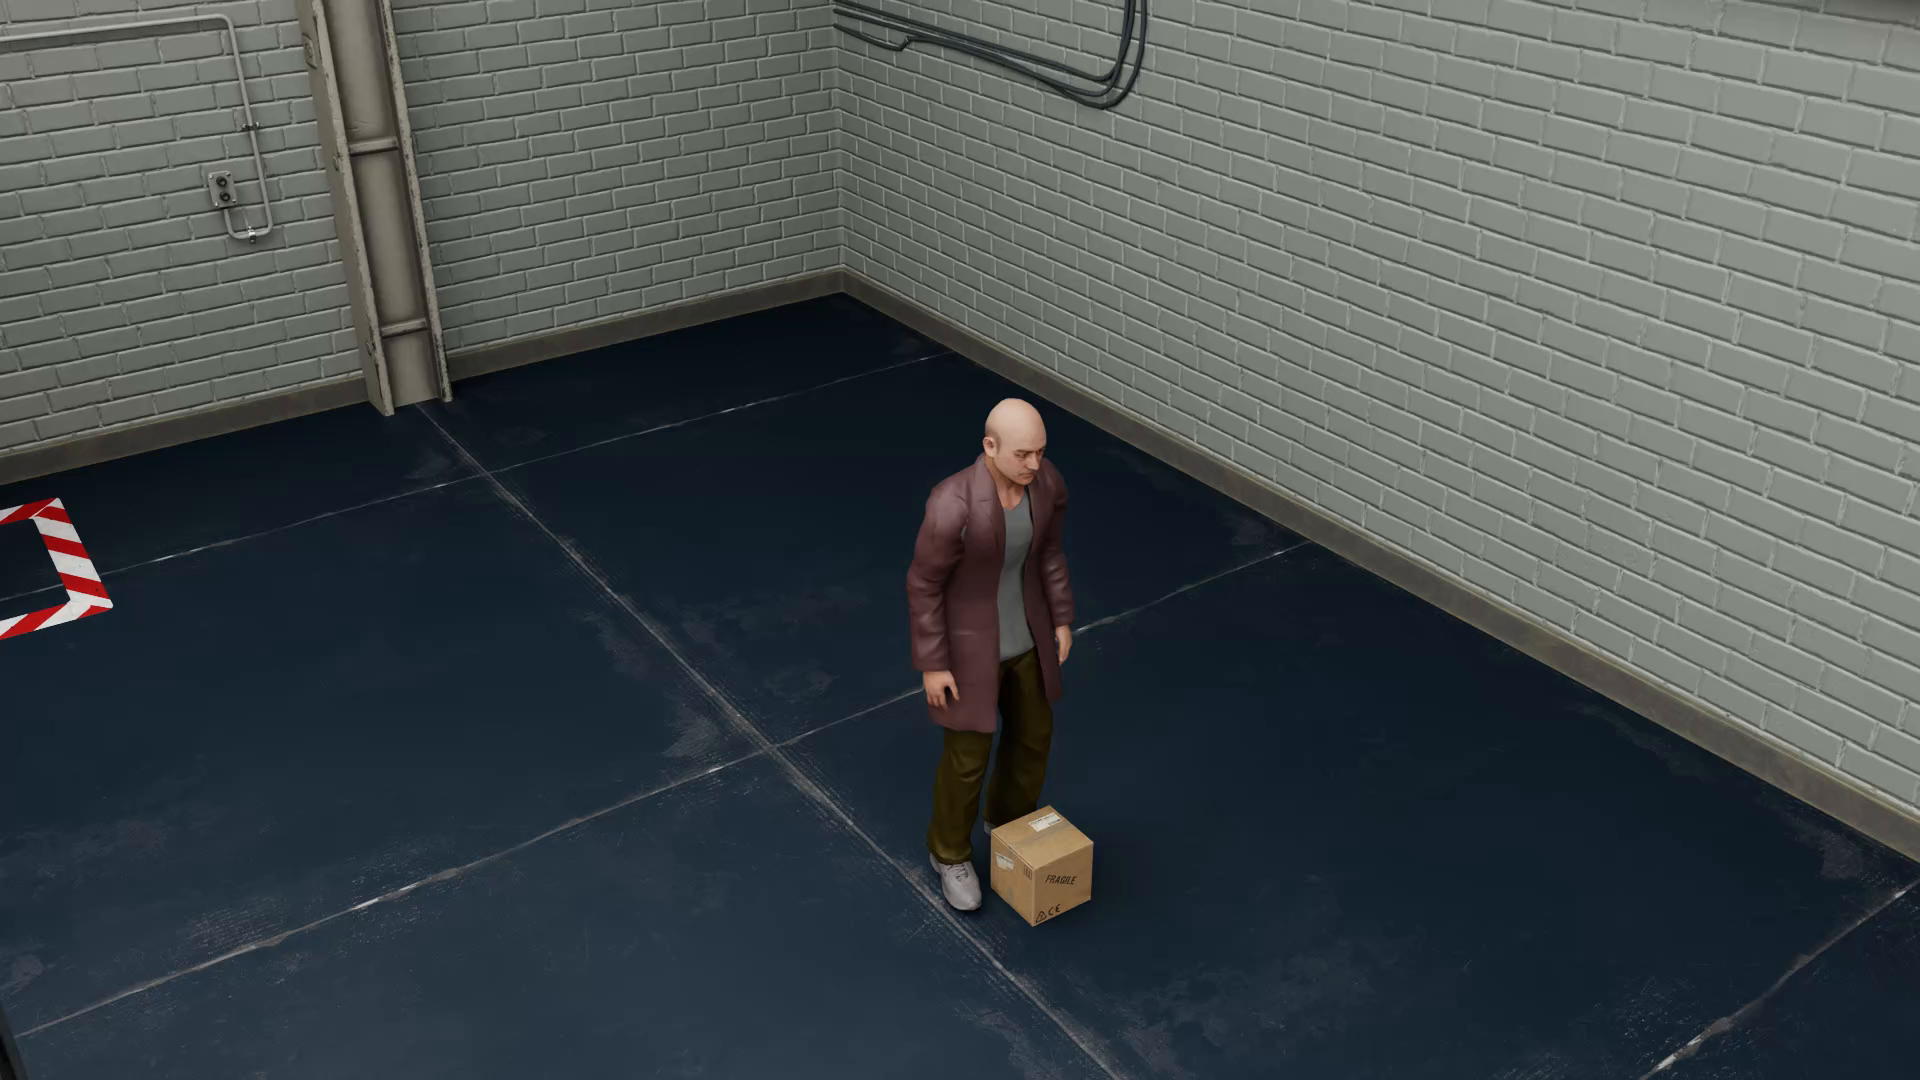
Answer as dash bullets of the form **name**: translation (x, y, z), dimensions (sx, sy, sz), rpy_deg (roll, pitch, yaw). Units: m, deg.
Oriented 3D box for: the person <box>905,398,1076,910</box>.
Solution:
- **person**: translation (0.121, 0.349, 5.490), dimensions (0.641, 1.773, 0.427), rpy_deg (-19, 33, -31)
